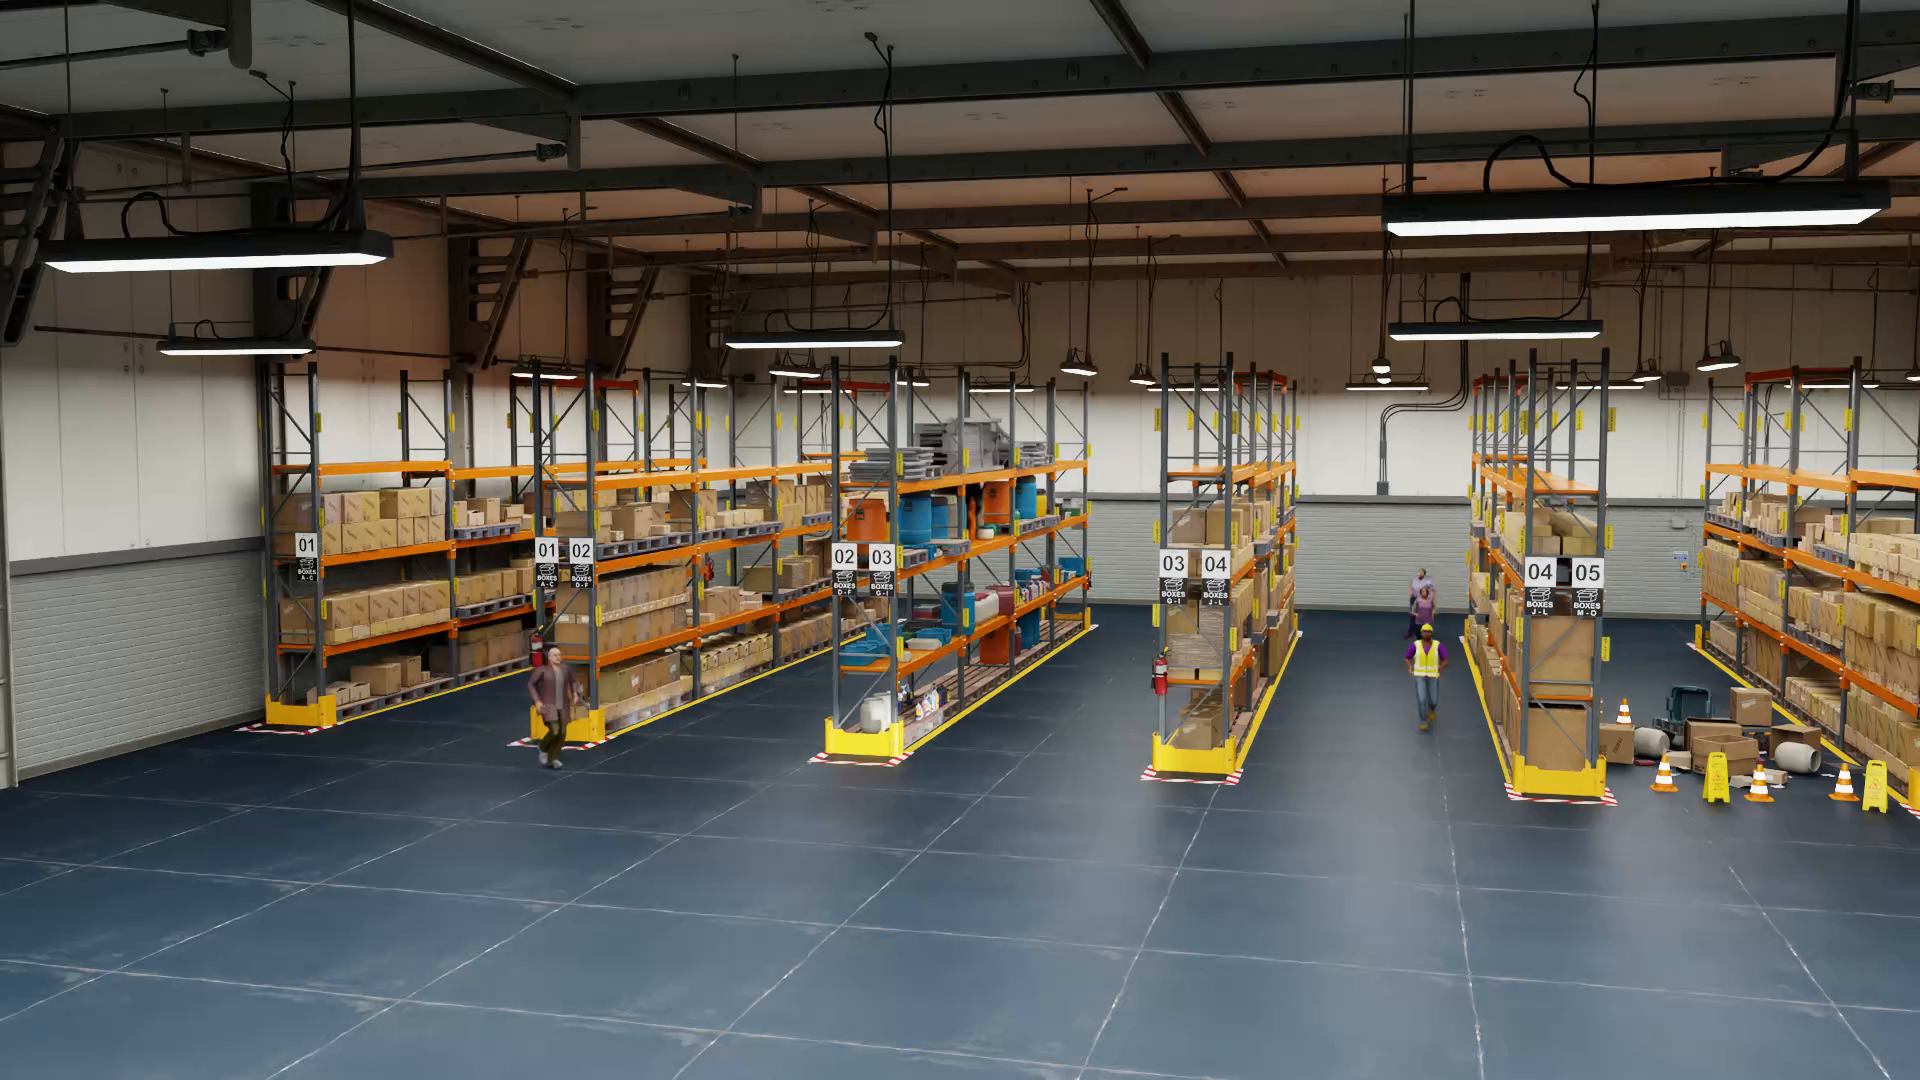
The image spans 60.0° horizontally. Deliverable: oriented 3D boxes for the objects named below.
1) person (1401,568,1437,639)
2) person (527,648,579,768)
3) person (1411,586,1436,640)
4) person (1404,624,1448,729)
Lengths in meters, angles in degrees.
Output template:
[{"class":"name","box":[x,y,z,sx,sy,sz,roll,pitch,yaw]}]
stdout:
[{"class":"person","box":[10.651,1.468,38.533,0.888,1.613,0.692,-3,5,-36]},{"class":"person","box":[-5.852,2.434,24.131,0.722,1.745,0.627,-4,5,-41]},{"class":"person","box":[9.707,1.763,34.811,0.539,1.591,0.831,1,4,9]},{"class":"person","box":[7.632,2.227,27.237,0.698,1.718,0.564,1,4,14]}]
